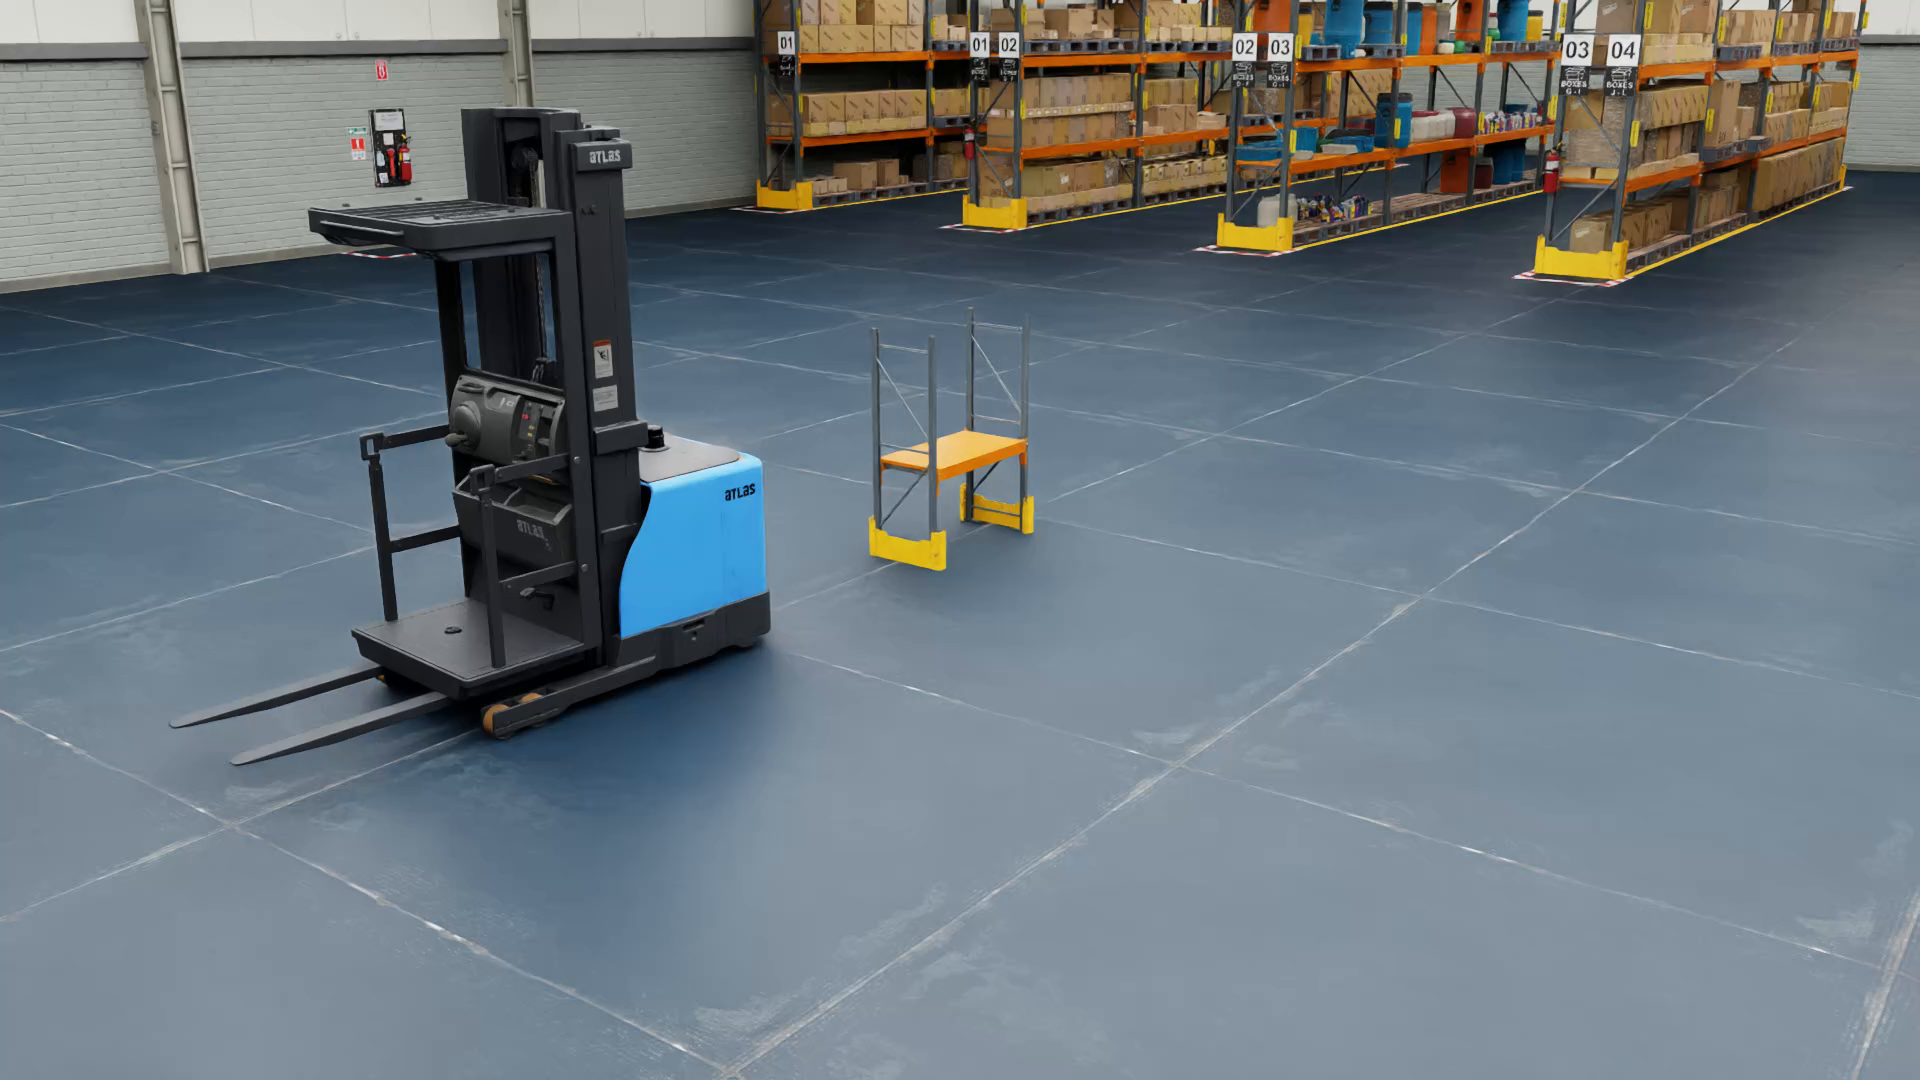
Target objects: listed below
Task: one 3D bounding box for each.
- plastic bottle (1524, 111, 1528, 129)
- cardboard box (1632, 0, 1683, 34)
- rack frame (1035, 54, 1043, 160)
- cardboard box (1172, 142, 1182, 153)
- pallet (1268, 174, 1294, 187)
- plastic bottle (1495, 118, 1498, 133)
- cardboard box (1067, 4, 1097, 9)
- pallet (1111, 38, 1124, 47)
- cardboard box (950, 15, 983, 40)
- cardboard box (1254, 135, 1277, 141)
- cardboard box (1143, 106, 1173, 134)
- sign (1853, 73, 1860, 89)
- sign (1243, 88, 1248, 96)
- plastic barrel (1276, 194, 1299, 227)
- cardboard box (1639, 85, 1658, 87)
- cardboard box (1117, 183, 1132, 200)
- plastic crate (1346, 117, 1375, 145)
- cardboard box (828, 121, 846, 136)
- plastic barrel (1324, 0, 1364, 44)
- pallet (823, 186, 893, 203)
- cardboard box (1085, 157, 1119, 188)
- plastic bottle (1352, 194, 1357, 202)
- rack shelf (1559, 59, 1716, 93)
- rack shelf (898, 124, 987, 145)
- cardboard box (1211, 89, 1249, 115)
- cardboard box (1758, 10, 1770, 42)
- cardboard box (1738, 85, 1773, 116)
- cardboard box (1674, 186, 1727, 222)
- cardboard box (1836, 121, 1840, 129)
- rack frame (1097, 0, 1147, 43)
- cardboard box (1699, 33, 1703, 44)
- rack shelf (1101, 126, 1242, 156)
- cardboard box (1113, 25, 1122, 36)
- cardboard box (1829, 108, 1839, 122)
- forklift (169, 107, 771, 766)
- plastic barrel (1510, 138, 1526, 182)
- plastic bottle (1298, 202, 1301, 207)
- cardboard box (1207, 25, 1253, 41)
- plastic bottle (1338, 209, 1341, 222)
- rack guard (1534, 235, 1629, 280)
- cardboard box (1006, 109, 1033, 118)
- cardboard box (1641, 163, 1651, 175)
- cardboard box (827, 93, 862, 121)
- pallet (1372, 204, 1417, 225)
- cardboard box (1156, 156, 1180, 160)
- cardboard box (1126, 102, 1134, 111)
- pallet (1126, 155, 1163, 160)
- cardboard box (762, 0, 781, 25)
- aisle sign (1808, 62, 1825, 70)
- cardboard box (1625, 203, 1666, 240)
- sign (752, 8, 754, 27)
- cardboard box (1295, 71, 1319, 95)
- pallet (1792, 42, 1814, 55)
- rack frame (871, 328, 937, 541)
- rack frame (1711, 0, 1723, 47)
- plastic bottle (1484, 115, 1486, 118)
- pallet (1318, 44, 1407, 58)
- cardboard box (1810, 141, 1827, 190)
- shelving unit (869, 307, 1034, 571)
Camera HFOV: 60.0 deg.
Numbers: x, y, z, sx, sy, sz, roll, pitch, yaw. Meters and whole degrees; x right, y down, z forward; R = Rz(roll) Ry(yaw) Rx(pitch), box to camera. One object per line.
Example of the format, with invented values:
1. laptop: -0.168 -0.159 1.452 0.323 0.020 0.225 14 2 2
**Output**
1. plastic bottle: 11.448 -8.538 33.762 0.144 0.351 0.185 12 21 35
2. cardboard box: 9.662 -7.272 23.031 0.500 0.500 0.500 12 21 34
3. rack frame: 1.393 -9.636 37.215 1.000 3.000 0.127 12 21 35
4. cardboard box: 5.226 -10.125 42.296 0.700 0.500 0.500 12 21 33
5. pallet: 6.577 -7.890 36.296 1.003 0.211 1.213 12 21 35
6. plastic bottle: 10.451 -8.089 32.452 0.097 0.271 0.097 0 17 0
7. cardboard box: 2.830 -12.317 38.615 0.500 0.250 0.500 12 21 33
8. pallet: 3.270 -11.703 39.136 0.805 0.209 1.217 11 21 33
9. cardboard box: 0.135 -10.774 34.945 0.500 0.500 0.500 12 21 33
10. cardboard box: 6.678 -8.778 36.662 0.500 0.250 0.500 12 21 35
11. cardboard box: 3.775 -8.162 32.300 0.500 0.500 0.500 14 22 39
12. sign: 18.522 -9.482 34.369 0.100 0.325 0.005 12 21 35
13. sign: 5.822 -9.217 33.914 0.100 0.325 0.005 12 21 35
14. plastic barrel: 5.213 -5.282 26.681 0.421 0.512 0.421 0 17 0
15. cardboard box: 10.175 -6.543 24.900 0.500 0.500 0.500 12 21 35
16. cardboard box: 2.890 -6.547 31.197 0.500 0.250 0.500 12 21 35
17. plastic crate: 7.009 -7.133 29.046 0.402 0.464 0.583 12 21 35
18. cardboard box: -2.530 -7.855 31.699 0.500 0.250 0.500 12 21 33
19. plastic barrel: 6.287 -8.587 27.226 0.600 0.901 0.708 12 21 35
20. pallet: -2.088 -6.893 33.086 1.003 0.211 1.213 12 21 35
21. cardboard box: 2.583 -6.788 30.709 0.500 0.500 0.500 12 21 35
22. plastic bottle: 6.698 -5.699 28.262 0.144 0.351 0.185 12 21 35
23. rack shelf: 9.753 -6.670 23.820 1.077 0.370 4.000 12 21 35
24. rack shelf: 0.202 -8.816 35.788 1.077 0.370 4.000 12 21 35
25. cardboard box: 5.659 -9.180 34.869 0.700 0.500 0.500 5 18 16
26. cardboard box: 12.947 -8.447 27.318 0.500 0.500 0.500 12 21 35
27. cardboard box: 13.776 -7.708 29.147 0.797 0.503 0.637 13 22 37
28. cardboard box: 12.292 -5.593 27.668 0.700 0.500 0.500 15 23 39
29. cardboard box: 17.692 -8.471 33.888 0.380 0.149 0.250 13 21 36
30. rack frame: 2.991 -10.674 30.442 1.000 3.000 0.127 12 21 35
31. cardboard box: 10.670 -7.358 24.402 0.380 0.149 0.250 11 20 32
32. rack shelf: 4.182 -7.942 32.972 1.077 0.370 4.000 12 21 35
33. cardboard box: 3.996 -12.402 40.442 0.500 0.250 0.500 13 21 35
34. cardboard box: 17.413 -8.582 33.572 0.500 0.250 0.500 12 21 33
35. forklift: -2.424 -0.598 8.228 1.130 2.935 3.031 15 23 40
36. plastic barrel: 11.395 -7.910 34.487 0.600 0.901 0.708 12 21 35
37. plastic bottle: 5.580 -5.492 27.723 0.152 0.276 0.135 12 21 33
38. cardboard box: 5.607 -10.352 34.293 0.910 0.500 0.500 12 21 35
39. plastic bottle: 6.237 -5.359 27.421 0.097 0.201 0.097 0 17 0
40. rack guard: 8.606 -3.929 23.053 1.175 0.500 0.348 12 21 35
41. cardboard box: 1.014 -7.269 28.331 0.380 0.149 0.250 12 21 34
42. cardboard box: 9.534 -5.245 23.499 0.380 0.149 0.250 12 21 35
43. cardboard box: -2.232 -8.325 31.949 0.500 0.500 0.500 12 21 33
44. pallet: 7.403 -5.795 29.548 1.003 0.211 1.213 12 21 35
45. cardboard box: 4.214 -7.596 33.630 0.500 0.311 0.500 12 21 33
46. cardboard box: 3.001 -8.064 30.890 0.380 0.149 0.250 12 21 35
47. pallet: 4.293 -9.424 41.235 1.003 0.211 1.213 12 21 35
48. cardboard box: -3.326 -9.847 30.948 0.500 0.500 0.500 14 22 37
49. aisle sign: 17.896 -10.227 34.736 0.394 0.787 0.004 12 21 35
50. cardboard box: 10.339 -4.838 25.272 0.500 0.500 0.500 -12 21 -33
51. sign: -3.807 -9.689 30.835 0.100 0.325 0.005 12 21 35
52. cardboard box: 7.851 -10.406 37.839 0.500 0.500 0.500 13 21 35
53. pallet: 15.204 -9.077 30.680 0.805 0.209 1.217 11 21 33
54. rack frame: -0.354 -0.575 10.566 0.500 1.500 0.032 12 21 35
55. rack frame: 10.944 -8.922 24.802 1.000 3.000 0.127 12 21 35
56. plastic bottle: 10.600 -8.515 33.816 0.152 0.276 0.135 12 21 35
57. pallet: 6.615 -8.086 27.484 1.213 0.211 1.003 12 21 35
58. cardboard box: 16.705 -7.506 33.231 0.875 0.875 0.875 12 21 35
59. shelving unit: -0.045 -0.698 10.963 0.587 1.500 1.083 12 21 35
